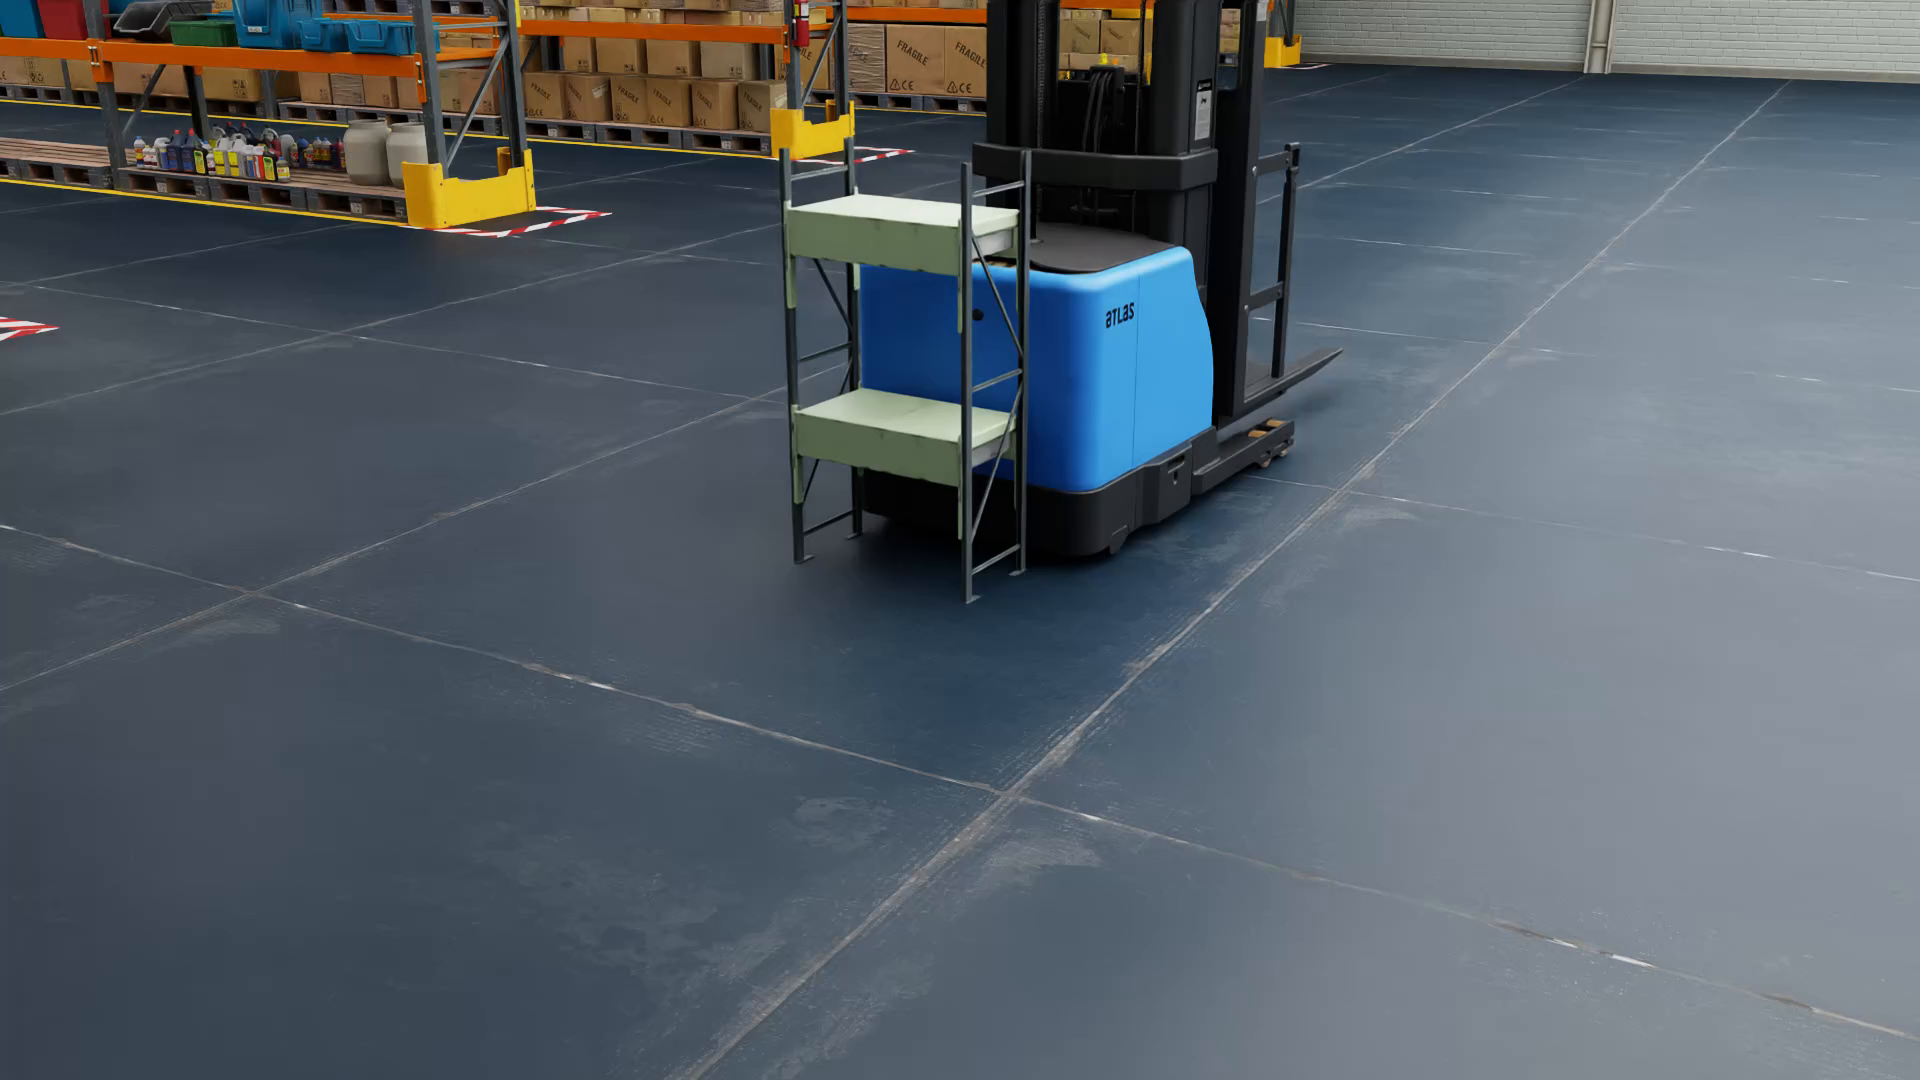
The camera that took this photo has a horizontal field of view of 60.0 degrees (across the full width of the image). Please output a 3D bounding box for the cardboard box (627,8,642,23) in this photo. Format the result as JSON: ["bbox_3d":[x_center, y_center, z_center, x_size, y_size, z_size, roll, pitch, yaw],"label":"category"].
[{"bbox_3d":[-3.388,-5.689,18.018,0.250,0.149,0.380,11,23,27],"label":"cardboard box"}]

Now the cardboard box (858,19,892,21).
[{"bbox_3d":[-1.701,-10.328,33.489,0.500,0.500,0.500,12,23,29],"label":"cardboard box"}]

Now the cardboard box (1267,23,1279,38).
[{"bbox_3d":[5.448,-9.249,30.147,0.500,0.250,0.500,11,23,28],"label":"cardboard box"}]

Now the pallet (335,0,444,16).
[{"bbox_3d":[-6.729,-6.464,20.067,1.213,0.211,1.003,11,23,27],"label":"pallet"}]

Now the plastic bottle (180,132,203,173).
[{"bbox_3d":[-6.734,-3.404,14.589,0.185,0.351,0.144,10,22,25],"label":"plastic bottle"}]

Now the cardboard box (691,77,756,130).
[{"bbox_3d":[-2.569,-4.761,18.142,0.500,0.500,0.500,18,27,41],"label":"cardboard box"}]

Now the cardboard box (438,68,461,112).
[{"bbox_3d":[-5.918,-5.431,19.959,0.500,0.500,0.700,11,22,27],"label":"cardboard box"}]

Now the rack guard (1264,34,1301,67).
[{"bbox_3d":[5.778,-8.790,29.865,0.348,0.500,1.175,11,23,27],"label":"rack guard"}]

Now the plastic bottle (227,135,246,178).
[{"bbox_3d":[-6.200,-3.302,14.309,0.185,0.351,0.144,12,23,30],"label":"plastic bottle"}]

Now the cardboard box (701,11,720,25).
[{"bbox_3d":[-2.515,-5.523,17.560,0.250,0.149,0.380,11,23,27],"label":"cardboard box"}]

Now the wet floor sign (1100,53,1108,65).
[{"bbox_3d":[2.005,-6.478,23.278,0.232,0.644,0.267,7,21,18],"label":"wet floor sign"}]

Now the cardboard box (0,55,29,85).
[{"bbox_3d":[-13.292,-7.018,23.814,0.875,0.875,0.875,11,23,27],"label":"cardboard box"}]

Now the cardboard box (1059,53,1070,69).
[{"bbox_3d":[1.595,-7.624,26.400,0.500,0.250,0.500,10,22,25],"label":"cardboard box"}]

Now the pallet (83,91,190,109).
[{"bbox_3d":[-11.259,-6.120,22.926,1.213,0.211,1.003,11,23,27],"label":"pallet"}]

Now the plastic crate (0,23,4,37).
[{"bbox_3d":[-9.059,-4.837,15.613,0.662,0.188,0.450,11,23,27],"label":"plastic crate"}]

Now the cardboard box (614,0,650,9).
[{"bbox_3d":[-3.301,-6.057,18.082,0.500,0.500,0.875,11,23,27],"label":"cardboard box"}]

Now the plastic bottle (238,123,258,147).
[{"bbox_3d":[-6.530,-3.640,15.240,0.185,0.351,0.144,10,22,25],"label":"plastic bottle"}]

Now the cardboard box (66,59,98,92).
[{"bbox_3d":[-11.401,-6.634,22.756,0.875,0.875,1.225,11,23,27],"label":"cardboard box"}]

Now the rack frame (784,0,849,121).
[{"bbox_3d":[-1.493,-5.541,17.241,0.127,3.000,1.000,11,23,27],"label":"rack frame"}]

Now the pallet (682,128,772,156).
[{"bbox_3d":[-2.251,-4.388,18.153,1.213,0.211,1.003,11,23,27],"label":"pallet"}]

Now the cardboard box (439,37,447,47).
[{"bbox_3d":[-8.020,-7.646,26.095,0.500,0.500,0.500,11,23,28],"label":"cardboard box"}]

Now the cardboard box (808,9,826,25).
[{"bbox_3d":[-1.626,-5.541,17.610,0.250,0.149,0.380,11,23,27],"label":"cardboard box"}]

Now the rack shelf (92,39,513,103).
[{"bbox_3d":[-5.655,-4.061,14.216,4.000,0.370,1.077,11,23,27],"label":"rack shelf"}]

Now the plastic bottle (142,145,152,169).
[{"bbox_3d":[-7.248,-3.422,14.860,0.097,0.201,0.097,0,20,0],"label":"plastic bottle"}]

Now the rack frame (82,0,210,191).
[{"bbox_3d":[-7.401,-4.731,15.010,0.127,3.000,1.000,11,23,27],"label":"rack frame"}]

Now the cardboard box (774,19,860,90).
[{"bbox_3d":[-1.963,-6.739,23.044,0.875,0.875,0.875,11,23,28],"label":"cardboard box"}]

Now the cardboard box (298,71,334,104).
[{"bbox_3d":[-7.883,-5.797,20.969,0.500,0.500,0.700,10,22,24],"label":"cardboard box"}]

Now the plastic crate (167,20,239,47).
[{"bbox_3d":[-6.353,-4.322,14.192,0.662,0.188,0.450,11,23,27],"label":"plastic crate"}]

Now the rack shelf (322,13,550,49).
[{"bbox_3d":[-6.731,-6.200,20.114,4.000,0.370,1.077,11,23,27],"label":"rack shelf"}]

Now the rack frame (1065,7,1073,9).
[{"bbox_3d":[2.265,-10.634,31.283,0.127,3.000,1.000,11,23,27],"label":"rack frame"}]

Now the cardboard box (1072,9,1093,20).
[{"bbox_3d":[1.942,-8.193,25.917,0.250,0.149,0.380,11,23,28],"label":"cardboard box"}]

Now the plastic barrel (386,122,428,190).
[{"bbox_3d":[-4.520,-3.181,13.768,0.421,0.512,0.421,0,20,0],"label":"plastic barrel"}]

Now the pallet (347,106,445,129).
[{"bbox_3d":[-6.735,-5.227,20.464,1.213,0.211,1.003,11,23,27],"label":"pallet"}]

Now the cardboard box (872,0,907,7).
[{"bbox_3d":[-0.733,-7.411,22.176,0.500,0.550,0.875,11,23,27],"label":"cardboard box"}]

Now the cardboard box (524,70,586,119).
[{"bbox_3d":[-4.655,-5.150,19.213,0.500,0.500,0.500,10,22,26],"label":"cardboard box"}]

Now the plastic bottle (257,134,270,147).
[{"bbox_3d":[-6.276,-3.520,15.007,0.133,0.283,0.061,11,23,27],"label":"plastic bottle"}]

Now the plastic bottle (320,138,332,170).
[{"bbox_3d":[-5.639,-3.442,14.810,0.097,0.271,0.097,0,20,0],"label":"plastic bottle"}]

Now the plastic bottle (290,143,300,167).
[{"bbox_3d":[-5.992,-3.476,15.008,0.097,0.201,0.097,0,20,0],"label":"plastic bottle"}]

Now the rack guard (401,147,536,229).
[{"bbox_3d":[-3.998,-2.890,13.599,0.348,0.500,1.175,11,23,27],"label":"rack guard"}]

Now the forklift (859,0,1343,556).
[{"bbox_3d":[0.831,-1.768,6.942,1.130,2.935,3.031,12,23,31],"label":"forklift"}]

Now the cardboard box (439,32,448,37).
[{"bbox_3d":[-8.037,-7.996,25.958,0.500,0.250,0.500,12,23,29],"label":"cardboard box"}]

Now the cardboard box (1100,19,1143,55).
[{"bbox_3d":[2.513,-7.804,25.797,0.500,0.500,0.500,11,23,28],"label":"cardboard box"}]

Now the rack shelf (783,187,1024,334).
[{"bbox_3d":[-0.187,-0.972,5.699,0.720,0.370,0.431,12,23,31],"label":"rack shelf"}]

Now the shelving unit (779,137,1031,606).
[{"bbox_3d":[-0.187,-0.605,5.833,0.755,1.500,0.431,12,23,31],"label":"shelving unit"}]

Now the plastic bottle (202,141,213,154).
[{"bbox_3d":[-6.587,-3.353,14.566,0.097,0.271,0.097,0,20,0],"label":"plastic bottle"}]

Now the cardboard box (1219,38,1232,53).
[{"bbox_3d":[4.764,-8.944,30.039,0.500,0.250,0.500,11,23,27],"label":"cardboard box"}]

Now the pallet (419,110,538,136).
[{"bbox_3d":[-5.666,-5.024,19.906,1.213,0.211,1.003,11,23,27],"label":"pallet"}]

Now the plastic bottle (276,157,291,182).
[{"bbox_3d":[-5.726,-3.133,14.060,0.097,0.201,0.097,0,20,0],"label":"plastic bottle"}]

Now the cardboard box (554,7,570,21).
[{"bbox_3d":[-4.278,-5.845,18.448,0.250,0.149,0.380,11,23,27],"label":"cardboard box"}]

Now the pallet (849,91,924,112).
[{"bbox_3d":[-0.783,-6.003,22.603,1.213,0.211,1.003,11,23,27],"label":"pallet"}]

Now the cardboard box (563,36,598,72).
[{"bbox_3d":[-5.482,-7.343,24.892,0.750,0.750,1.050,10,22,27],"label":"cardboard box"}]

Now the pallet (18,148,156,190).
[{"bbox_3d":[-8.105,-3.540,15.814,1.213,0.211,1.003,11,23,27],"label":"pallet"}]
